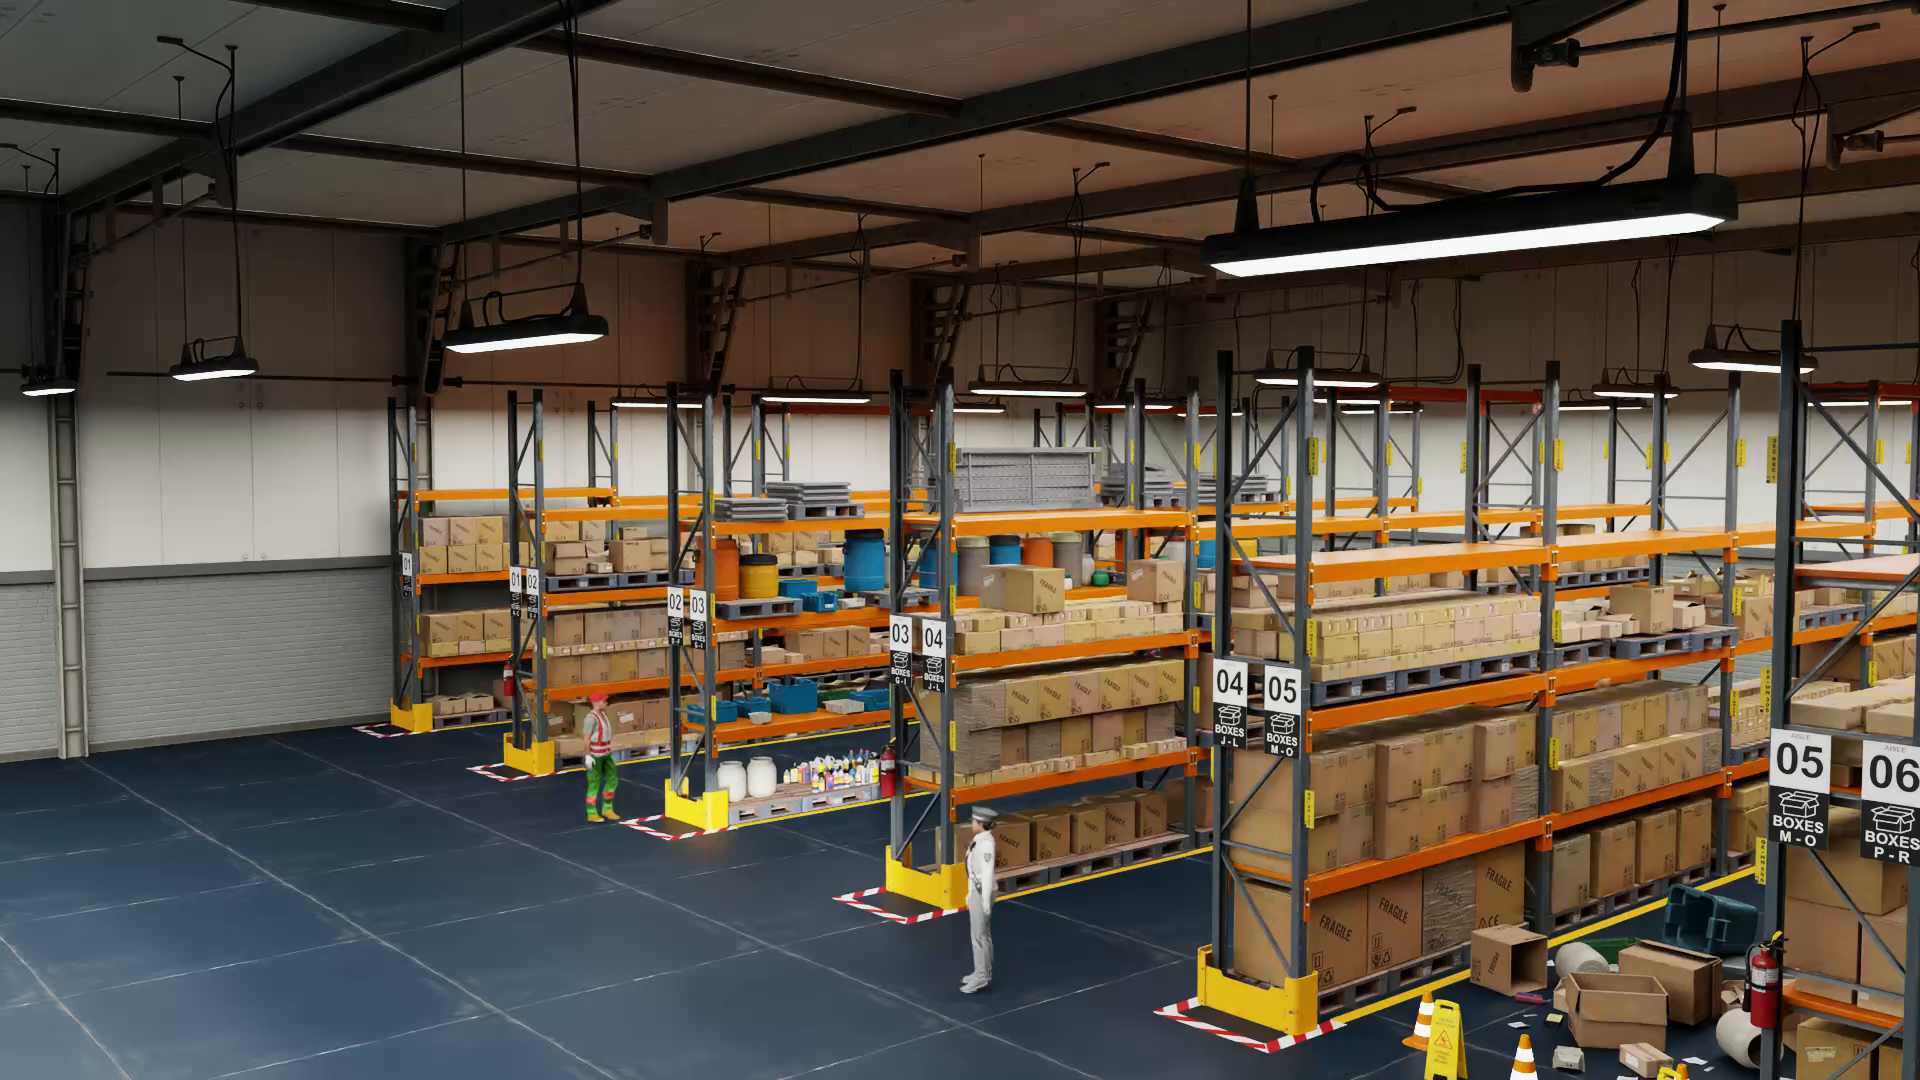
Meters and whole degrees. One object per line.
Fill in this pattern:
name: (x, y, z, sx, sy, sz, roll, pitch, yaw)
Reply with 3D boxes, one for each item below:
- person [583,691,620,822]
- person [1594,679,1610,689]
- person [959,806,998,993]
person: (-4.937, 2.962, 22.684, 0.388, 1.806, 0.650, 1, 4, 18)
person: (9.569, 2.893, 24.693, 0.983, 1.704, 0.482, -3, 4, -39)
person: (0.175, 3.405, 15.860, 0.376, 1.712, 0.567, 0, 3, -1)
